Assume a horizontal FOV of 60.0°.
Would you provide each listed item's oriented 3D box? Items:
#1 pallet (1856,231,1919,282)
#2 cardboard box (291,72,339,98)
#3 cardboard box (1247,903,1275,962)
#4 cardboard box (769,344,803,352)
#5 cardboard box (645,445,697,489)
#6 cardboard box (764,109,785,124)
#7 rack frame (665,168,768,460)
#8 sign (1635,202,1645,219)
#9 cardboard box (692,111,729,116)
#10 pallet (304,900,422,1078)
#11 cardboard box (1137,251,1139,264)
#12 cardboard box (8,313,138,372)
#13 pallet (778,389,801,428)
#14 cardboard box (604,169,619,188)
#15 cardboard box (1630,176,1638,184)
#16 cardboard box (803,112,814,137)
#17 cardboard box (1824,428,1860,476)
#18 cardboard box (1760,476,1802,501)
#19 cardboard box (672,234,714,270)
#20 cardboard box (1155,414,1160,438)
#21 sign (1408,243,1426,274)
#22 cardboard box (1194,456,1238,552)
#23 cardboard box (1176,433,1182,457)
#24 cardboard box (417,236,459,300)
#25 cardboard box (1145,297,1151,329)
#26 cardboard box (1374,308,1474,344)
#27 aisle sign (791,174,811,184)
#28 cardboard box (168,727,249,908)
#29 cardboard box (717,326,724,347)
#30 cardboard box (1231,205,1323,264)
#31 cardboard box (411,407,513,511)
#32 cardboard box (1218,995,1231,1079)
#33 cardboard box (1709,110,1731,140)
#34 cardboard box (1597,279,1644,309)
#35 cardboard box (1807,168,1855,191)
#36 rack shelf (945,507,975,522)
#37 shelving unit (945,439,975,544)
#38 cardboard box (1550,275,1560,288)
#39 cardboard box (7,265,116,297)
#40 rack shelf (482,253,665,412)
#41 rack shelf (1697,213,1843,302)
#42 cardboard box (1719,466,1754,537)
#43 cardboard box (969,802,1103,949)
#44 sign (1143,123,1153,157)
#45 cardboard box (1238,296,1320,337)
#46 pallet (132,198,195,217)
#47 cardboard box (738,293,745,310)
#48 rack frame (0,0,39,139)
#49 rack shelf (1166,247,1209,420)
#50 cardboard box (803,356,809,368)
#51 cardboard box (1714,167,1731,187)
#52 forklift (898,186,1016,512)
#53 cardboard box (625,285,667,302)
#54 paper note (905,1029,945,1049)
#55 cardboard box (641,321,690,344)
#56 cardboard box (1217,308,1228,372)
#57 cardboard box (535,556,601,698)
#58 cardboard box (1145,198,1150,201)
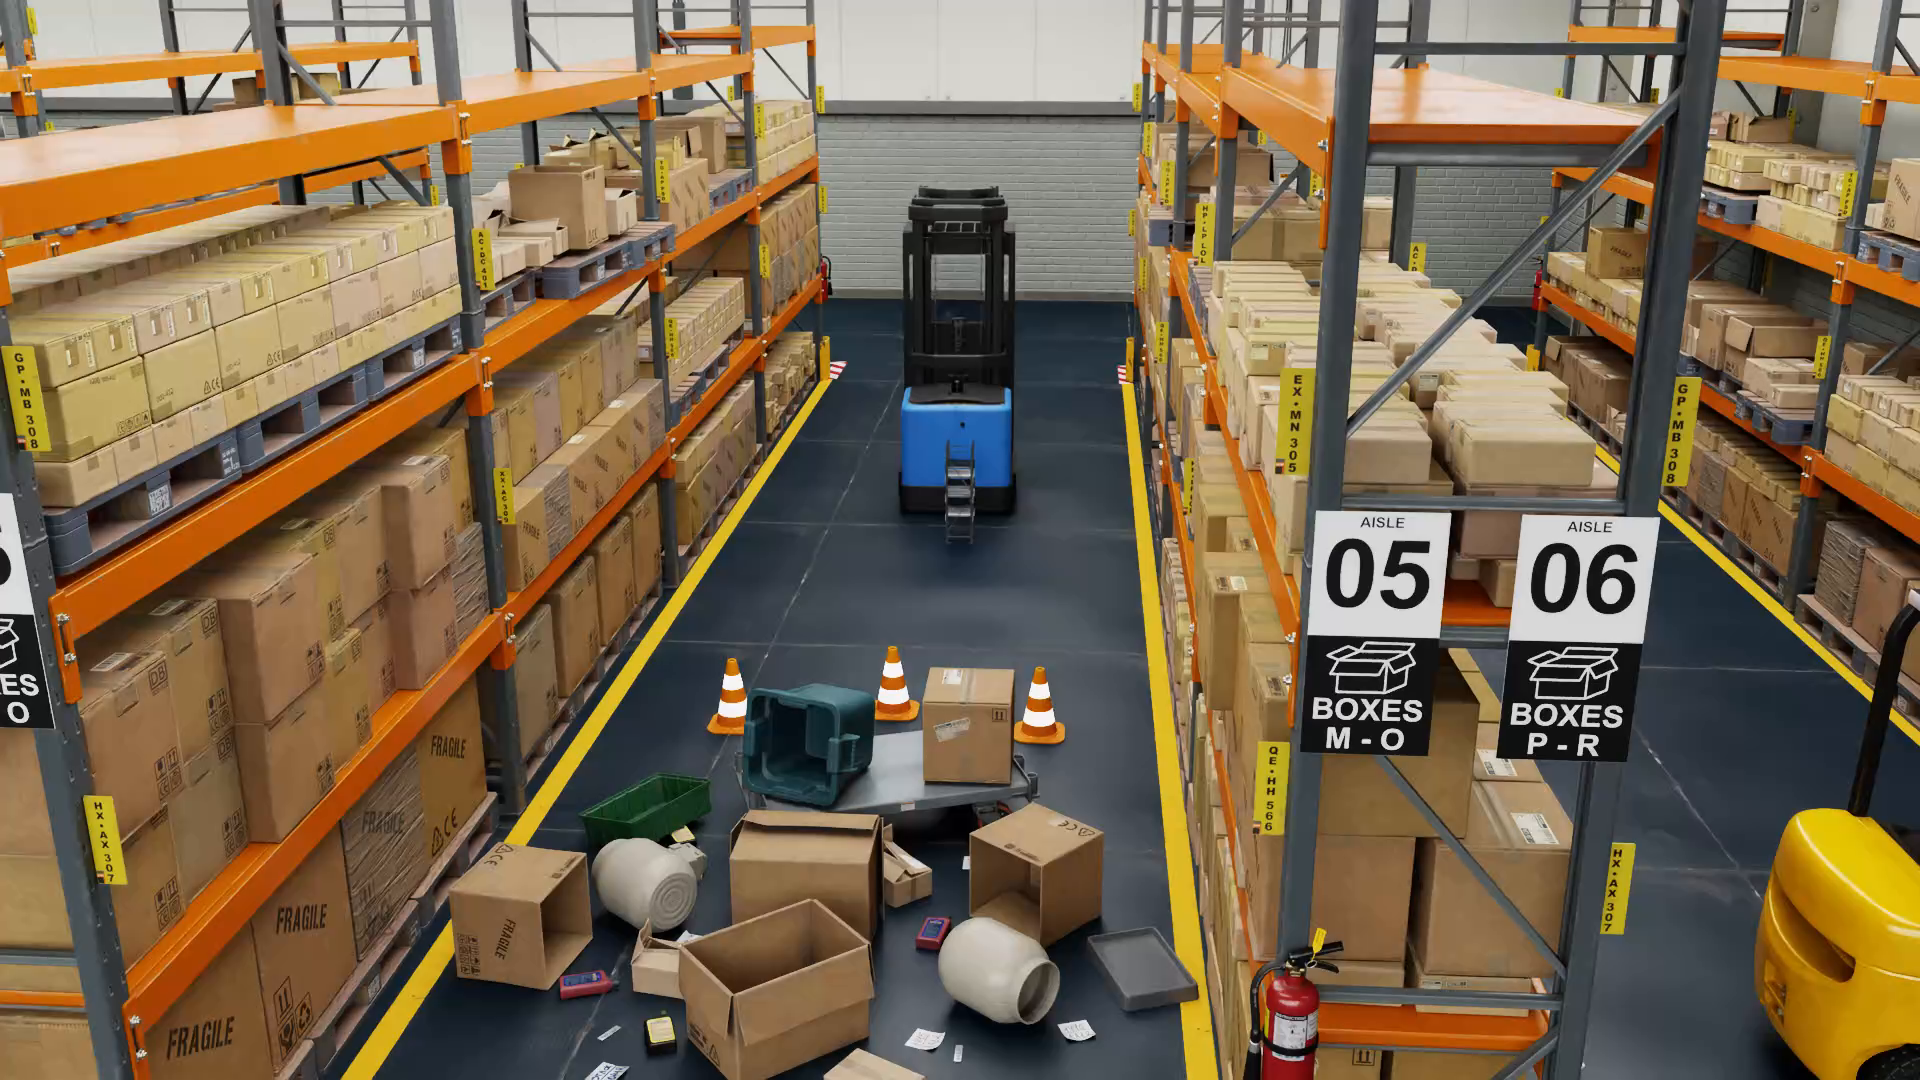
[{"bbox_3d":[7.112,-1.984,11.646,1.213,0.211,1.003,2,18,6],"label":"pallet"},{"bbox_3d":[-7.346,-5.126,18.731,0.500,0.250,0.500,1,18,2],"label":"cardboard box"},{"bbox_3d":[1.267,1.431,6.141,0.380,0.149,0.250,1,18,3],"label":"cardboard box"},{"bbox_3d":[-2.085,-2.253,19.929,0.380,0.149,0.250,1,18,2],"label":"cardboard box"},{"bbox_3d":[-2.534,-0.626,14.153,0.500,0.250,0.500,0,18,1],"label":"cardboard box"},{"bbox_3d":[-2.128,-4.647,18.268,0.380,0.149,0.250,1,18,2],"label":"cardboard box"},{"bbox_3d":[-2.538,-2.292,17.100,1.000,3.000,0.127,1,18,4],"label":"rack frame"},{"bbox_3d":[8.197,-4.027,20.029,0.100,0.325,0.005,1,18,4],"label":"sign"},{"bbox_3d":[-2.721,-4.579,18.060,0.380,0.149,0.250,1,18,4],"label":"cardboard box"},{"bbox_3d":[-3.329,2.132,8.077,1.003,0.211,1.213,1,18,4],"label":"pallet"},{"bbox_3d":[2.364,-3.202,19.718,0.500,0.500,0.500,1,18,3],"label":"cardboard box"},{"bbox_3d":[-3.038,-0.671,5.625,0.380,0.149,0.250,1,18,4],"label":"cardboard box"},{"bbox_3d":[-2.440,-1.556,19.333,1.003,0.211,1.213,1,18,4],"label":"pallet"},{"bbox_3d":[-3.037,-2.706,13.385,0.500,0.500,0.500,1,18,4],"label":"cardboard box"},{"bbox_3d":[7.160,-3.763,17.176,0.380,0.149,0.250,1,18,4],"label":"cardboard box"},{"bbox_3d":[-2.030,-4.977,19.916,0.500,0.250,0.500,1,18,2],"label":"cardboard box"},{"bbox_3d":[6.795,-0.657,12.352,0.500,0.250,0.500,1,18,4],"label":"cardboard box"},{"bbox_3d":[6.842,-0.425,13.702,0.380,0.149,0.250,0,18,1],"label":"cardboard box"},{"bbox_3d":[-2.774,-3.108,17.347,0.500,0.500,0.500,1,18,2],"label":"cardboard box"},{"bbox_3d":[2.559,-1.387,17.780,0.875,0.438,0.875,1,18,3],"label":"cardboard box"},{"bbox_3d":[2.375,-1.390,8.699,0.100,0.325,0.005,1,18,4],"label":"sign"},{"bbox_3d":[1.527,-0.102,8.174,0.700,0.500,0.500,1,18,4],"label":"cardboard box"},{"bbox_3d":[1.751,-0.698,11.965,0.380,0.149,0.250,1,18,4],"label":"cardboard box"},{"bbox_3d":[-2.891,-1.391,8.463,0.500,0.250,0.500,1,18,3],"label":"cardboard box"},{"bbox_3d":[2.094,-2.249,16.407,0.500,0.250,0.500,1,18,2],"label":"cardboard box"},{"bbox_3d":[2.002,-0.905,7.174,0.380,0.149,0.250,1,18,5],"label":"cardboard box"},{"bbox_3d":[-1.947,-4.786,20.536,0.394,0.787,0.004,1,18,4],"label":"aisle sign"},{"bbox_3d":[-3.399,1.076,6.581,0.875,0.550,0.550,1,18,4],"label":"cardboard box"},{"bbox_3d":[-2.439,-1.922,15.700,0.380,0.149,0.250,1,18,2],"label":"cardboard box"},{"bbox_3d":[1.748,-1.702,9.247,0.500,0.250,0.500,2,18,5],"label":"cardboard box"},{"bbox_3d":[-3.082,-0.484,9.817,0.700,0.500,0.500,1,18,3],"label":"cardboard box"},{"bbox_3d":[1.381,2.203,7.123,0.500,0.250,0.500,1,18,4],"label":"cardboard box"},{"bbox_3d":[6.988,-3.909,15.643,0.396,0.266,0.258,1,18,3],"label":"cardboard box"},{"bbox_3d":[7.221,-2.647,17.948,0.500,0.250,0.500,1,18,4],"label":"cardboard box"},{"bbox_3d":[6.893,-2.822,13.024,0.380,0.149,0.250,1,18,2],"label":"cardboard box"},{"bbox_3d":[0.001,-0.227,14.857,0.258,0.077,0.200,1,18,4],"label":"rack shelf"},{"bbox_3d":[0.001,-0.430,14.791,0.258,0.900,0.210,1,18,4],"label":"shelving unit"},{"bbox_3d":[7.347,-3.130,20.062,0.380,0.149,0.250,1,18,3],"label":"cardboard box"},{"bbox_3d":[-3.621,-1.004,6.641,0.380,0.149,0.250,1,18,3],"label":"cardboard box"},{"bbox_3d":[-2.968,-1.512,11.058,1.077,0.370,4.000,1,18,4],"label":"rack shelf"},{"bbox_3d":[7.214,-2.566,14.274,1.077,0.370,4.000,1,18,4],"label":"rack shelf"},{"bbox_3d":[6.968,-0.327,14.442,0.500,0.500,0.500,2,18,6],"label":"cardboard box"},{"bbox_3d":[0.399,1.761,8.742,0.500,0.500,0.500,17,25,41],"label":"cardboard box"},{"bbox_3d":[1.853,-3.933,16.335,0.100,0.325,0.005,1,18,4],"label":"sign"},{"bbox_3d":[1.455,-1.000,7.464,0.380,0.149,0.250,1,18,2],"label":"cardboard box"},{"bbox_3d":[-7.694,-3.076,14.979,1.003,0.211,1.213,2,18,6],"label":"pallet"},{"bbox_3d":[-2.369,-2.385,16.637,0.380,0.149,0.250,2,18,6],"label":"cardboard box"},{"bbox_3d":[-7.765,-4.043,12.809,1.000,3.000,0.127,1,18,4],"label":"rack frame"},{"bbox_3d":[1.976,-1.433,10.817,1.077,0.370,4.000,1,18,4],"label":"rack shelf"},{"bbox_3d":[-2.040,-2.189,20.212,0.380,0.149,0.250,1,18,2],"label":"cardboard box"},{"bbox_3d":[6.842,-3.176,14.551,0.380,0.149,0.250,2,18,5],"label":"cardboard box"},{"bbox_3d":[-0.003,-2.062,16.508,1.130,2.935,3.031,0,18,1],"label":"forklift"},{"bbox_3d":[-3.060,-2.376,16.132,0.380,0.149,0.250,1,18,4],"label":"cardboard box"},{"bbox_3d":[-0.161,2.332,7.776,0.148,0.019,0.142,8,20,23],"label":"paper note"},{"bbox_3d":[-2.540,-1.794,14.353,0.380,0.149,0.250,1,18,2],"label":"cardboard box"},{"bbox_3d":[1.501,-0.933,7.898,0.500,0.250,0.500,1,18,3],"label":"cardboard box"},{"bbox_3d":[-3.084,0.568,11.311,1.050,0.750,0.750,1,18,4],"label":"cardboard box"},{"bbox_3d":[2.284,-3.779,18.832,0.380,0.149,0.250,1,18,4],"label":"cardboard box"}]
